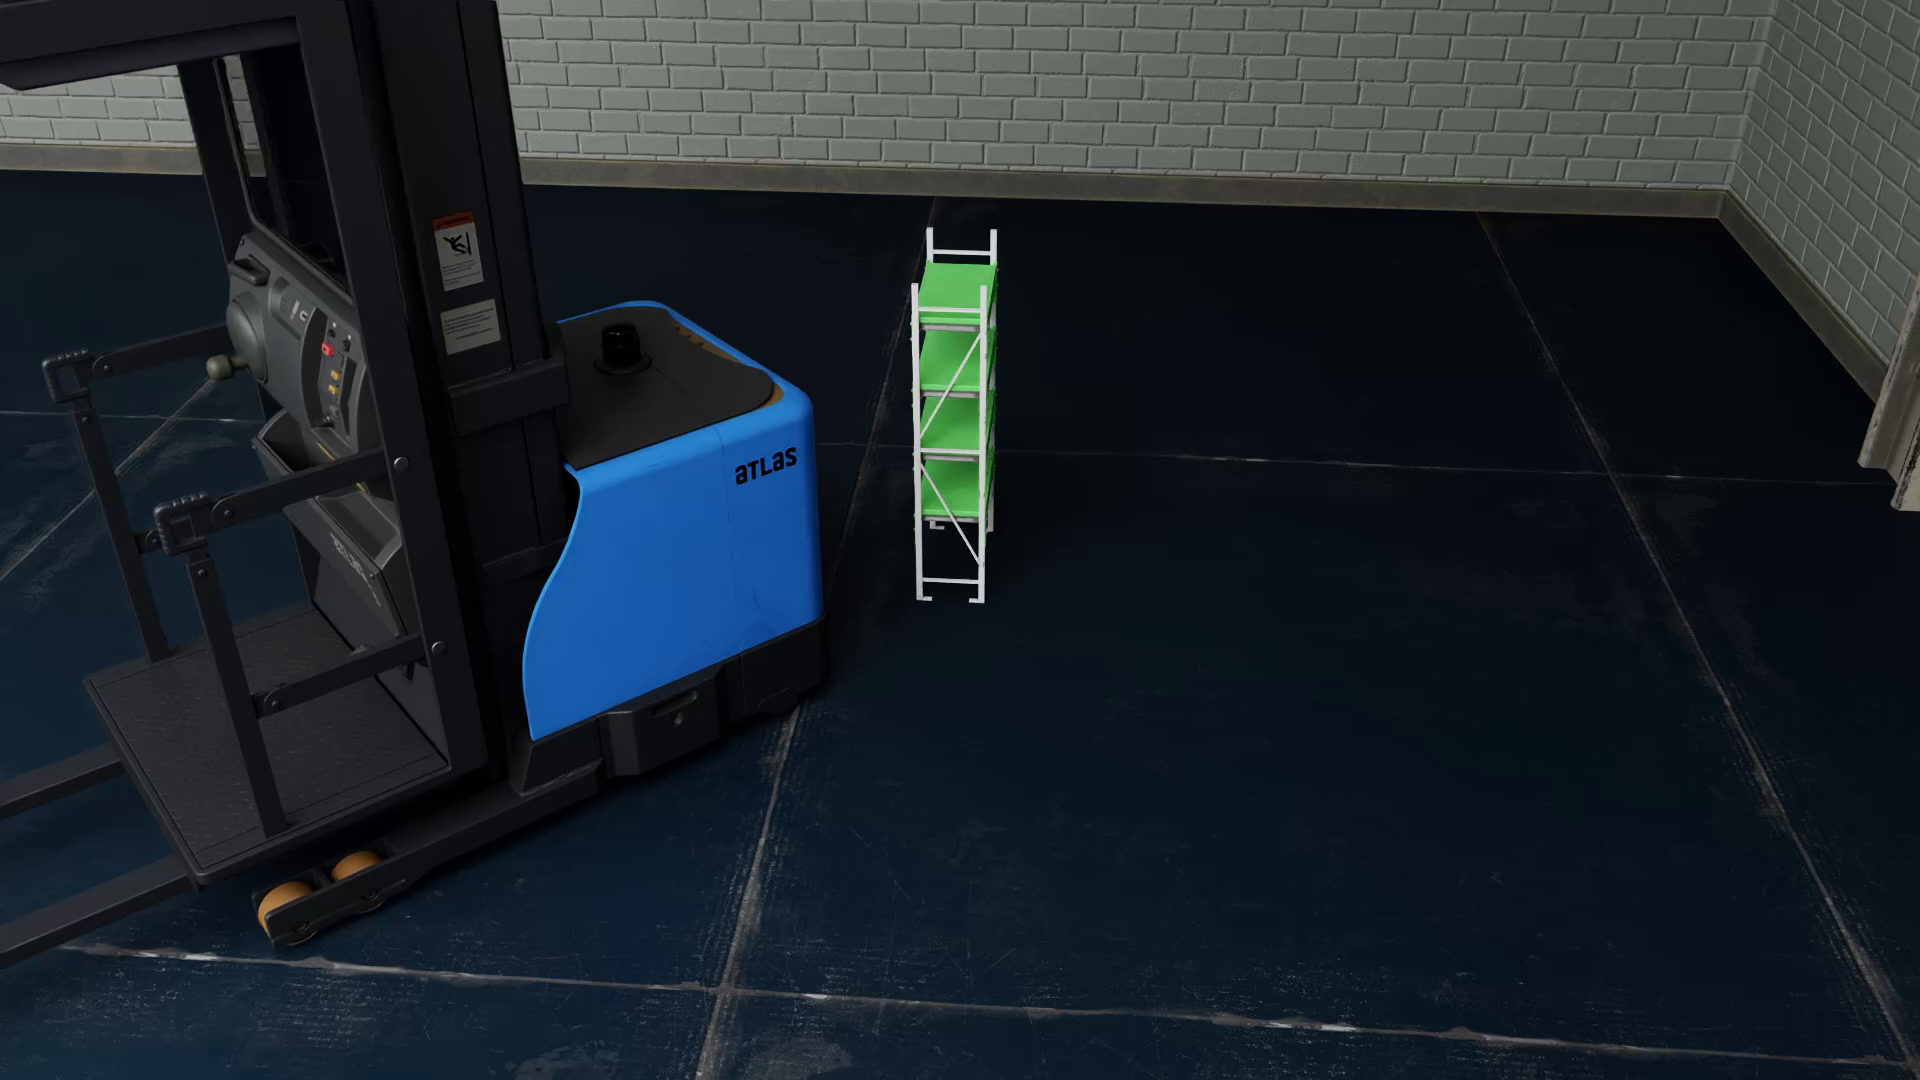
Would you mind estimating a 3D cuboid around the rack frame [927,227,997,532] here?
[{"bbox_3d":[0.006,-0.552,6.002,0.240,1.200,0.015,2,32,4],"label":"rack frame"}]

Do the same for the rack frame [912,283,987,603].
[{"bbox_3d":[-0.033,-0.297,5.588,0.240,1.200,0.015,2,32,4],"label":"rack frame"}]

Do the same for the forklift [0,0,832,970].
[{"bbox_3d":[-1.886,-0.472,4.222,3.031,2.935,1.130,-23,38,-32],"label":"forklift"}]

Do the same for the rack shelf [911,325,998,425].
[{"bbox_3d":[-0.014,-0.574,5.702,0.258,0.148,0.480,2,32,4],"label":"rack shelf"}]

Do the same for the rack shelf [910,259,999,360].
[{"bbox_3d":[-0.014,-0.778,5.576,0.258,0.148,0.480,2,32,4],"label":"rack shelf"}]

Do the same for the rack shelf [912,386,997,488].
[{"bbox_3d":[-0.013,-0.370,5.828,0.258,0.148,0.480,2,32,4],"label":"rack shelf"}]

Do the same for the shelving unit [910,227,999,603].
[{"bbox_3d":[-0.013,-0.424,5.795,0.258,1.200,0.503,2,32,4],"label":"shelving unit"}]

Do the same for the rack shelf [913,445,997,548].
[{"bbox_3d":[-0.013,-0.166,5.954,0.258,0.148,0.480,2,32,4],"label":"rack shelf"}]
